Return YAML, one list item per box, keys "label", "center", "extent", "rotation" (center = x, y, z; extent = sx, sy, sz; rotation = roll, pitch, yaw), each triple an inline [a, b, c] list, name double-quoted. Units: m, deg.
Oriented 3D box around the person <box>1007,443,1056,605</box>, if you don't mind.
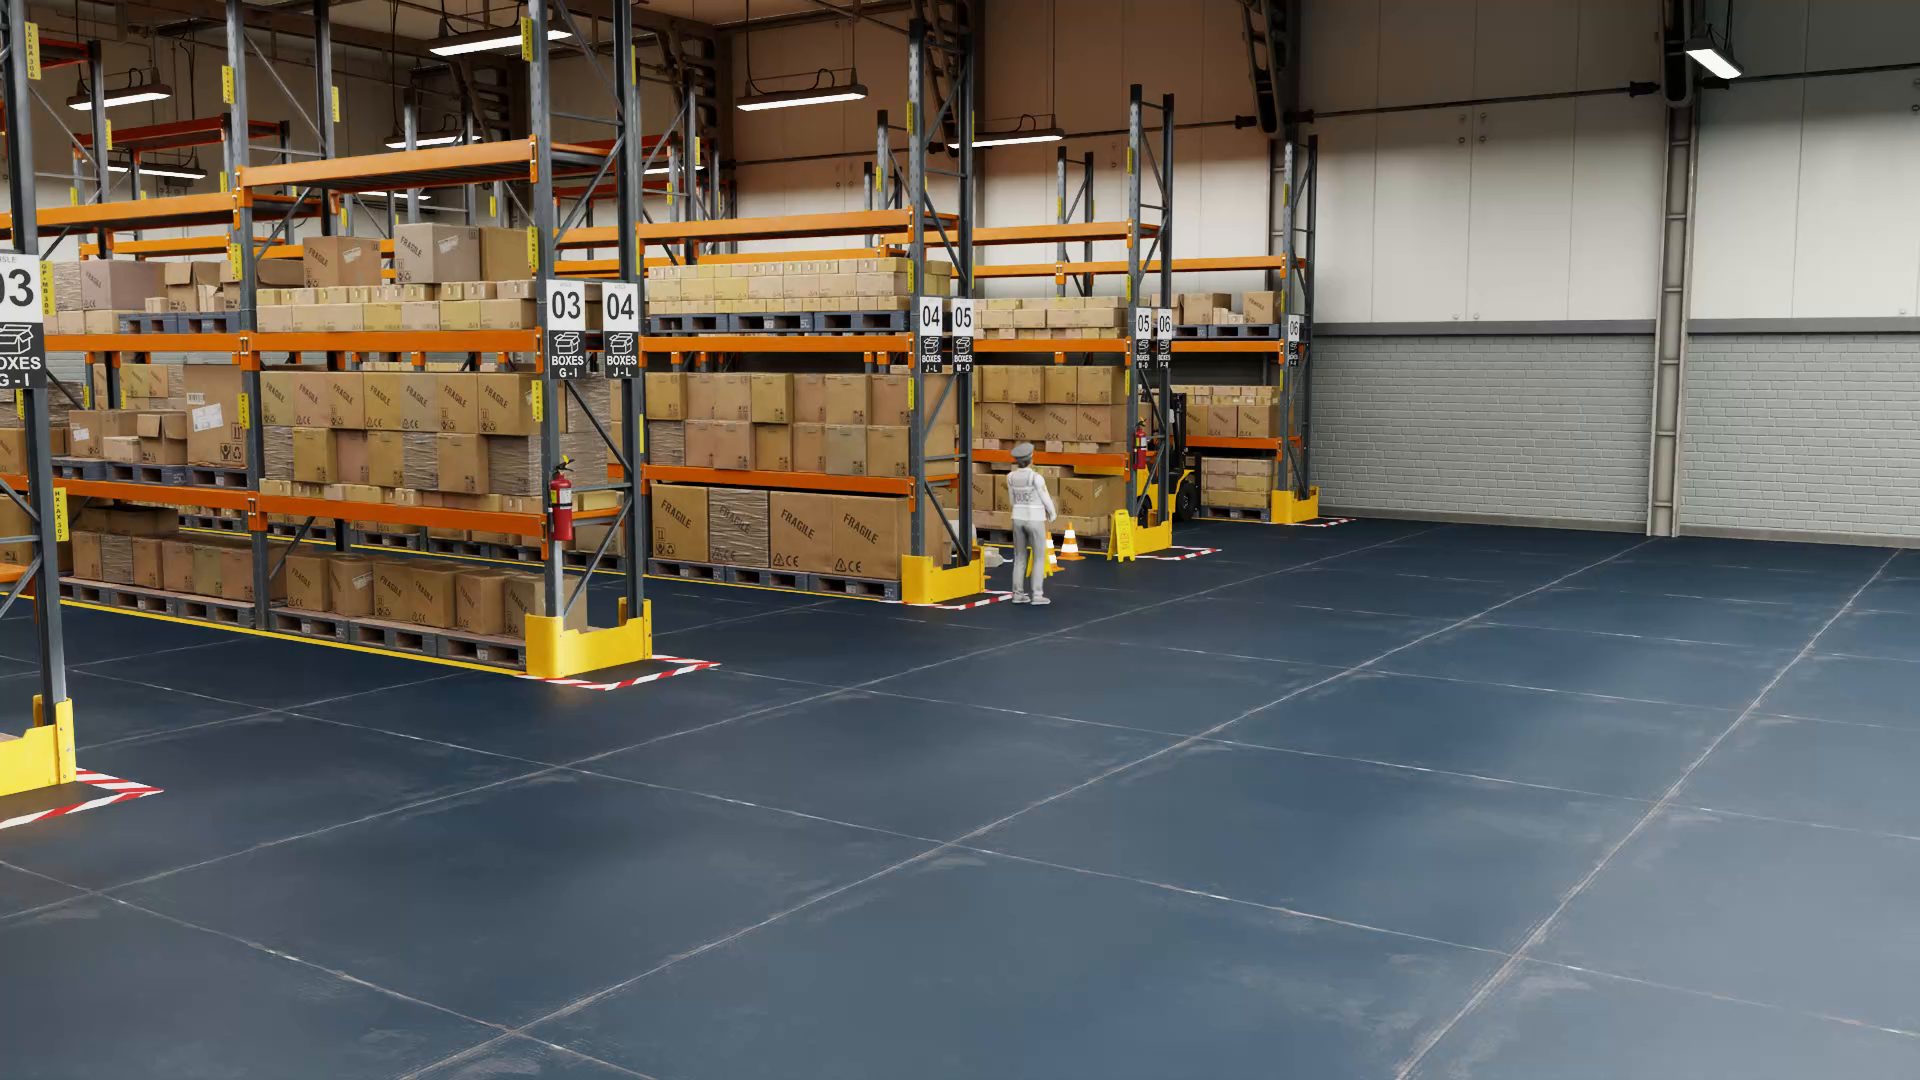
- label: "person"
  center: [0.748, -0.176, 17.424]
  extent: [0.466, 1.693, 0.554]
  rotation: [4, 8, 33]
